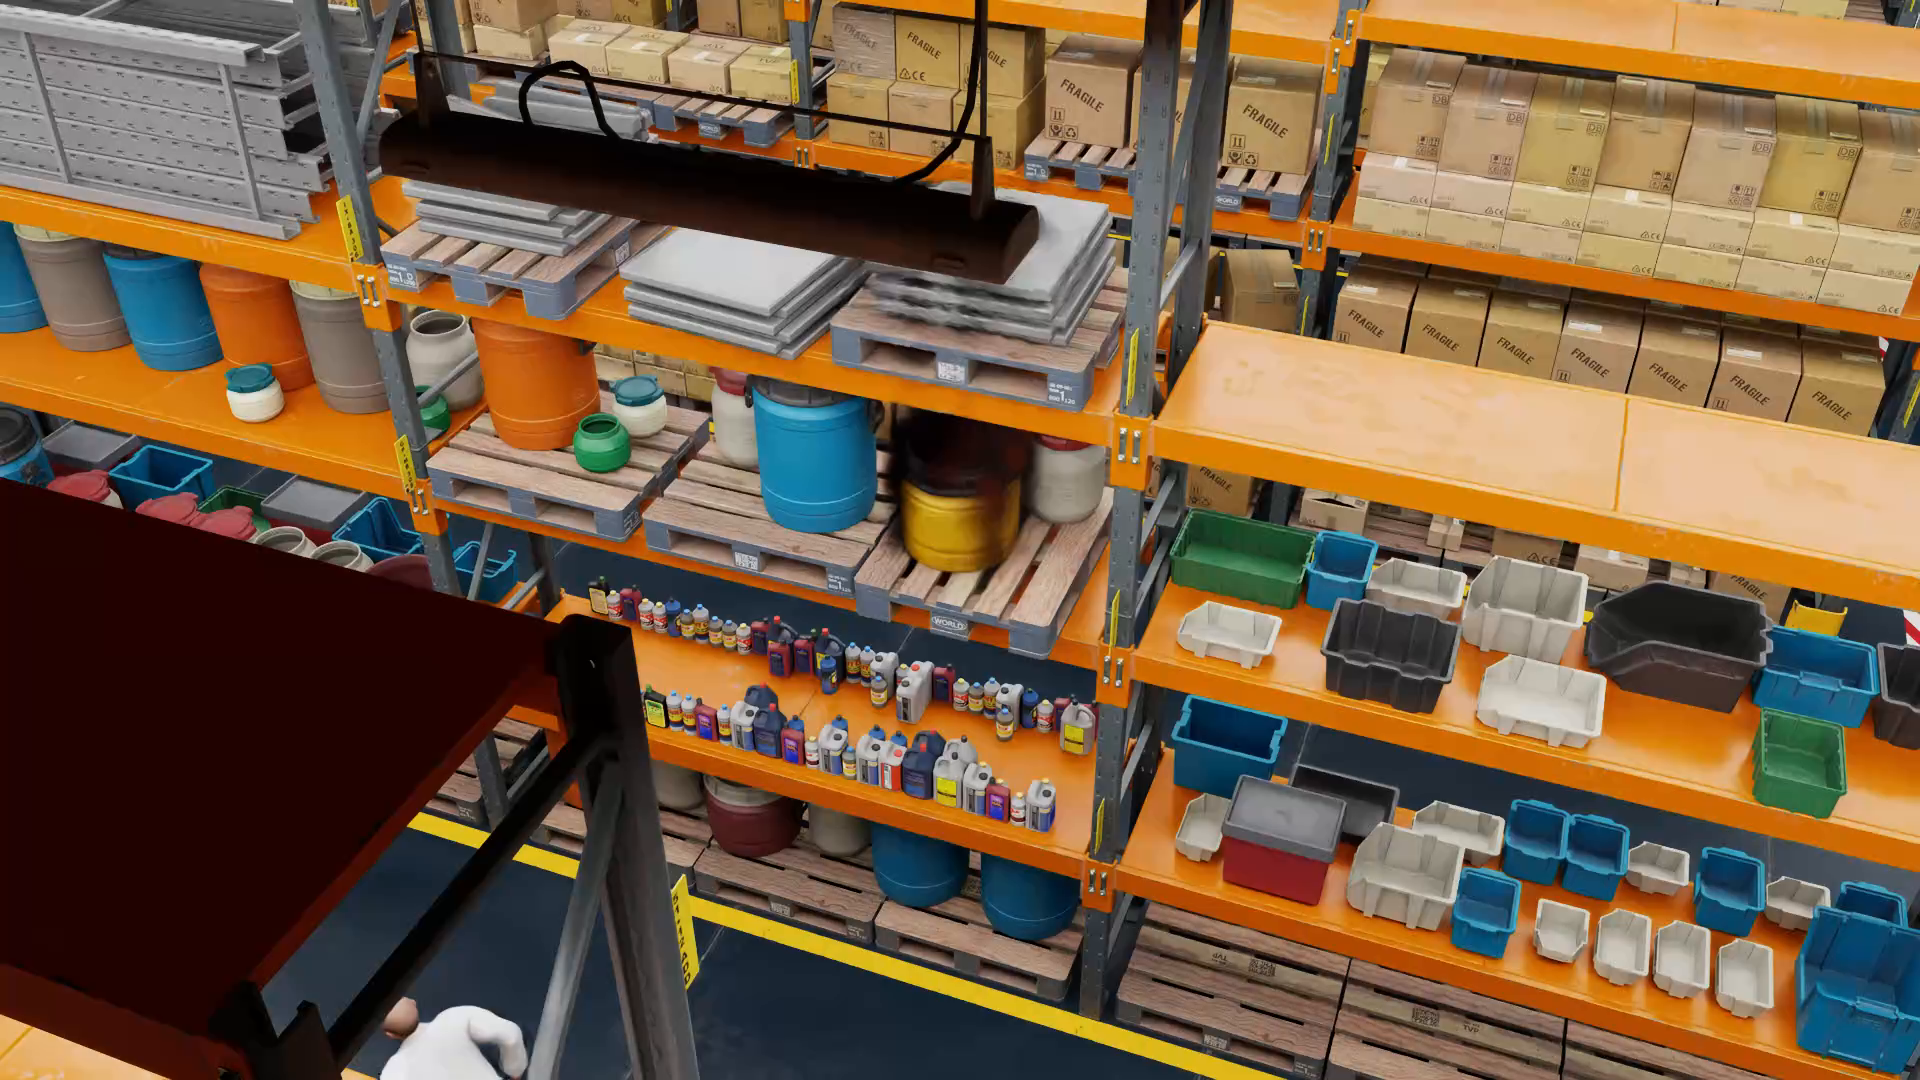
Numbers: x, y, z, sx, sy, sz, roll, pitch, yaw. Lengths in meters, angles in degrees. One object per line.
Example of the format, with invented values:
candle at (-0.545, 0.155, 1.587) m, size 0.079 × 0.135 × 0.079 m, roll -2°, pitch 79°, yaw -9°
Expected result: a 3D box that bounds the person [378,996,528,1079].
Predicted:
person at (-2.252, 2.918, 8.101) m, size 1.110 × 1.626 × 0.707 m, roll 16°, pitch 39°, yaw 21°
